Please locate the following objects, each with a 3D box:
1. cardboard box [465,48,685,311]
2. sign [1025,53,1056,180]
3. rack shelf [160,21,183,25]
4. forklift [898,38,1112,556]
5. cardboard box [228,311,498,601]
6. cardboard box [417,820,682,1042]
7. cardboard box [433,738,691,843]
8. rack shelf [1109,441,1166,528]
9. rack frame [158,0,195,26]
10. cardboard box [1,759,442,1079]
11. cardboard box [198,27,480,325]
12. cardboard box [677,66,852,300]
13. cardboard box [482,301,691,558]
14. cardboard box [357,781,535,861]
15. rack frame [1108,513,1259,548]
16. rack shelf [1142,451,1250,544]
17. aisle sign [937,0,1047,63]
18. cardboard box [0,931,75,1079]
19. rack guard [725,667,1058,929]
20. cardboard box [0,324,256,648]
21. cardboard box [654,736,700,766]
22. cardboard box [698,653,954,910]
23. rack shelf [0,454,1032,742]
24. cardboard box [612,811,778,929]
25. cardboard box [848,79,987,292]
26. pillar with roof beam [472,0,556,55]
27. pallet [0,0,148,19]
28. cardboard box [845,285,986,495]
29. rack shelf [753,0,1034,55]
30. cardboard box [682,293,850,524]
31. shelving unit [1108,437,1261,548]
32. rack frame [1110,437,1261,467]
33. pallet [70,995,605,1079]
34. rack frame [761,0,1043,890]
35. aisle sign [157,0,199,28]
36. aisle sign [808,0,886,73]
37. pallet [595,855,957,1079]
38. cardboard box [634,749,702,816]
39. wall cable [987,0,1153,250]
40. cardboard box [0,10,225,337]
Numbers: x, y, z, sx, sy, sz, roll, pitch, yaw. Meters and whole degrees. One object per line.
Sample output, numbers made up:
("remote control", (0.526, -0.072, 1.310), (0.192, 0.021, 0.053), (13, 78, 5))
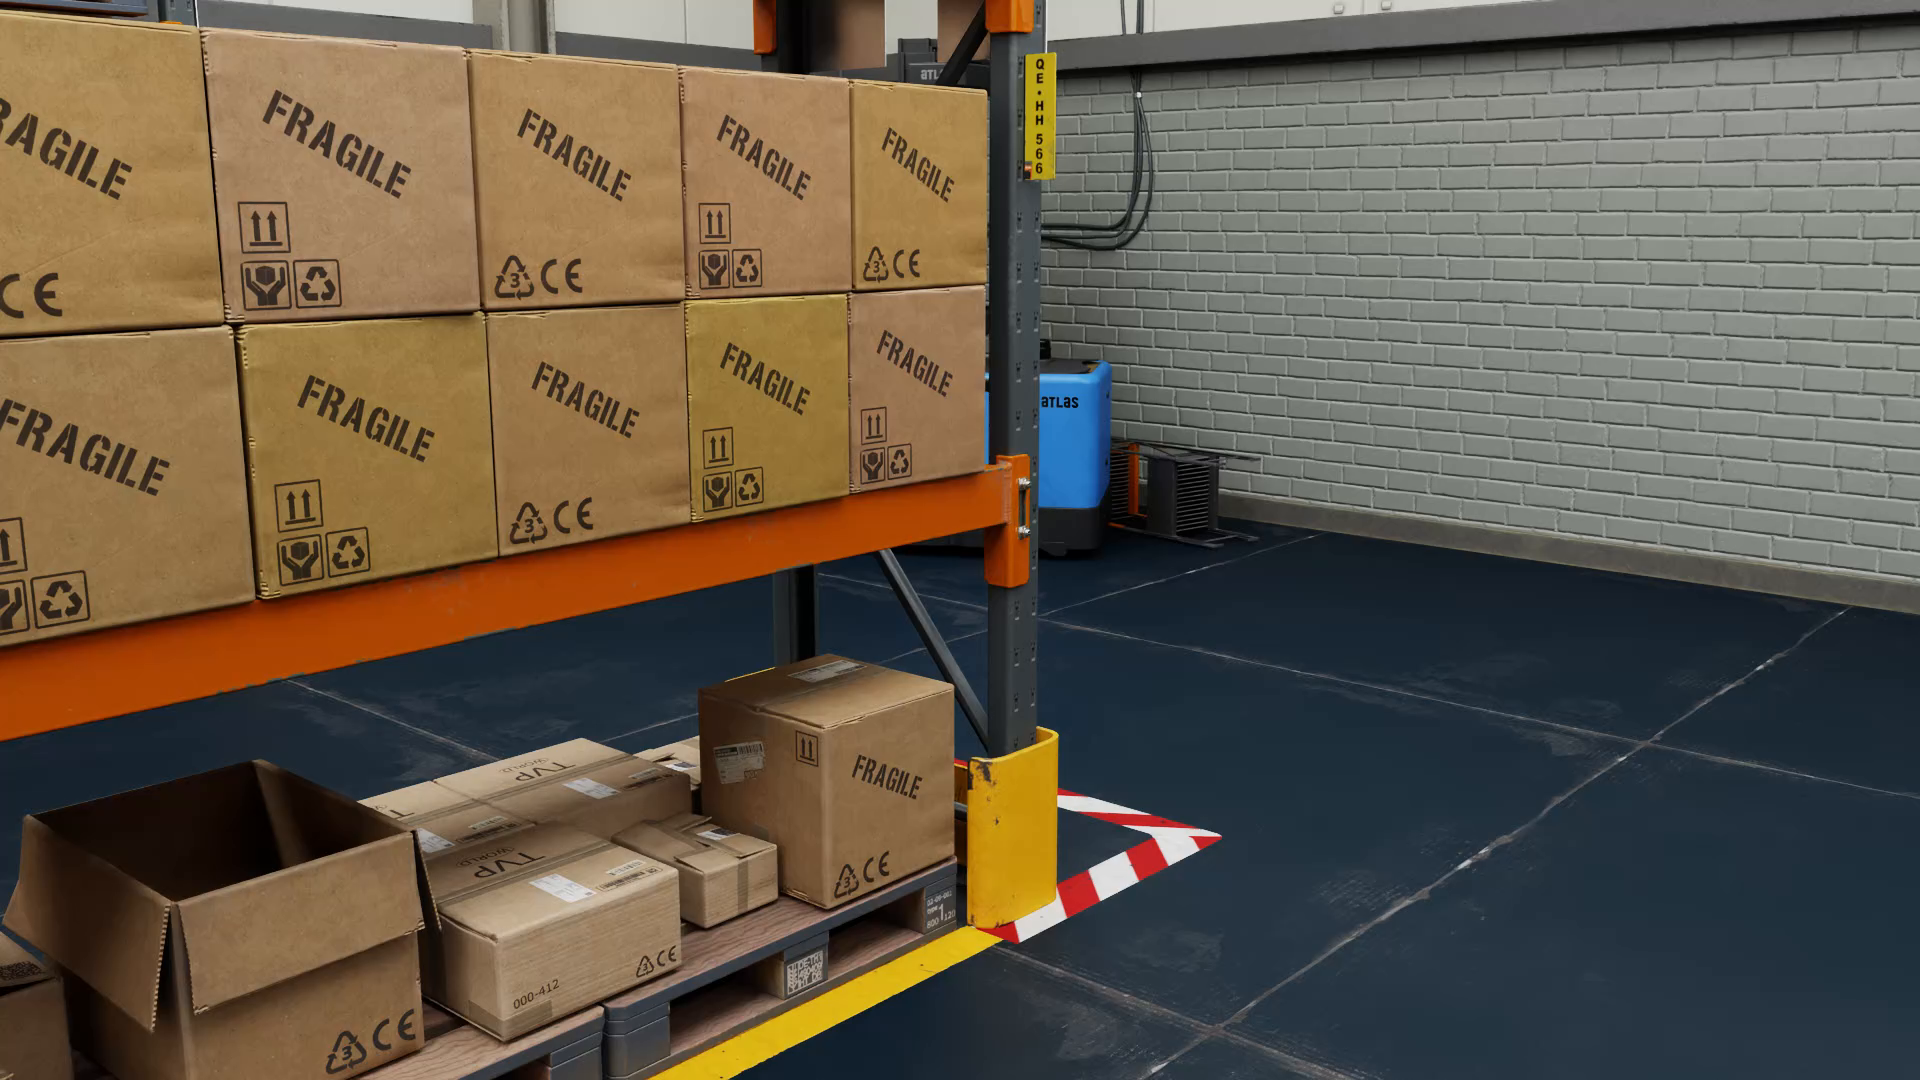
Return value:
("cardboard box", (-0.949, -0.765, 3.573), (0.500, 0.500, 0.500), (10, 15, 42))
("sign", (0.214, -1.126, 4.426), (0.100, 0.325, 0.005), (10, 15, 40))
("rack shelf", (-5.234, -1.941, 6.451), (1.077, 0.370, 4.000), (10, 15, 40))
("forklift", (-0.614, -1.458, 10.025), (3.031, 2.935, 1.130), (2, 11, 9))
("cardboard box", (-1.287, -0.202, 3.309), (0.500, 0.500, 0.500), (9, 15, 40))
("cardboard box", (-1.014, 0.903, 3.930), (0.500, 0.250, 0.500), (10, 15, 40))
("cardboard box", (-1.092, 0.772, 4.585), (0.500, 0.250, 0.500), (10, 15, 40))
("rack shelf", (1.012, -0.373, 10.746), (0.431, 0.480, 0.518), (-9, 14, -38))
("rack frame", (-3.914, -1.118, 8.148), (1.000, 3.000, 0.127), (10, 15, 40))
("cardboard box", (-1.594, 0.842, 3.586), (0.797, 0.503, 0.637), (10, 15, 40))
("cardboard box", (-1.288, -0.689, 3.194), (0.500, 0.500, 0.500), (10, 15, 42))
("cardboard box", (-0.610, -0.841, 3.958), (0.500, 0.500, 0.500), (10, 15, 42))
("cardboard box", (-0.954, -0.276, 3.680), (0.500, 0.500, 0.500), (10, 15, 41))
("cardboard box", (-1.422, 0.845, 4.217), (0.500, 0.250, 0.500), (10, 15, 40))
("rack frame", (1.005, -0.136, 10.802), (0.400, 0.015, 2.100), (-9, 14, -38))
("rack shelf", (1.450, -0.273, 10.209), (0.431, 0.480, 0.518), (-9, 14, -38))
("aisle sign", (0.085, -1.723, 4.541), (0.394, 0.787, 0.004), (10, 15, 40))
("cardboard box", (-2.172, 0.983, 3.374), (0.500, 0.311, 0.500), (10, 15, 40))
("rack guard", (-0.240, 0.759, 5.133), (1.175, 0.500, 0.348), (10, 15, 40))
("cardboard box", (-1.622, -0.127, 2.933), (0.500, 0.500, 0.500), (10, 15, 40))
("cardboard box", (-0.725, 0.722, 5.094), (0.380, 0.149, 0.250), (10, 15, 40))
("cardboard box", (-0.364, 0.644, 4.586), (0.500, 0.500, 0.500), (10, 15, 40))
("rack shelf", (-1.510, 0.169, 3.541), (1.077, 0.370, 4.000), (10, 15, 40))
("cardboard box", (-0.699, 0.856, 4.378), (0.380, 0.166, 0.250), (10, 15, 40))
("cardboard box", (-0.277, -0.916, 4.330), (0.500, 0.500, 0.500), (10, 15, 40))
("pillar with roof beam", (0.453, -4.012, 7.322), (9.100, 9.000, 0.400), (10, 15, 40))
("pallet", (-4.395, -2.434, 7.310), (1.003, 0.211, 1.213), (10, 15, 40))
("cardboard box", (-0.281, -0.426, 4.428), (0.500, 0.500, 0.500), (10, 15, 42))
("rack shelf", (-1.510, -1.302, 3.247), (1.077, 0.370, 4.000), (10, 15, 40))
("cardboard box", (-0.621, -0.349, 4.044), (0.500, 0.500, 0.500), (10, 15, 41))
("shelving unit", (1.004, -0.375, 10.756), (0.431, 0.503, 2.100), (-9, 14, -38))
("rack frame", (1.002, -0.615, 10.710), (0.400, 0.015, 2.100), (-9, 14, -38))
("pallet", (-1.571, 1.197, 3.679), (1.003, 0.211, 1.213), (10, 15, 40))
("rack frame", (-0.190, -0.478, 4.944), (1.000, 3.000, 0.127), (10, 15, 40))
("aisle sign", (-3.641, -2.364, 7.752), (0.394, 0.787, 0.004), (10, 15, 40))
("aisle sign", (-0.366, -1.800, 4.930), (0.394, 0.787, 0.004), (10, 15, 40))
("pallet", (-0.766, 1.019, 4.573), (1.003, 0.211, 1.213), (10, 15, 40))
("cardboard box", (-0.890, 0.750, 4.908), (0.380, 0.166, 0.250), (10, 15, 40))
("wall cable", (0.088, -3.323, 11.799), (3.097, 2.526, 0.112), (10, 15, 40))
("cardboard box", (-1.628, -0.613, 2.813), (0.500, 0.500, 0.500), (9, 15, 39))
